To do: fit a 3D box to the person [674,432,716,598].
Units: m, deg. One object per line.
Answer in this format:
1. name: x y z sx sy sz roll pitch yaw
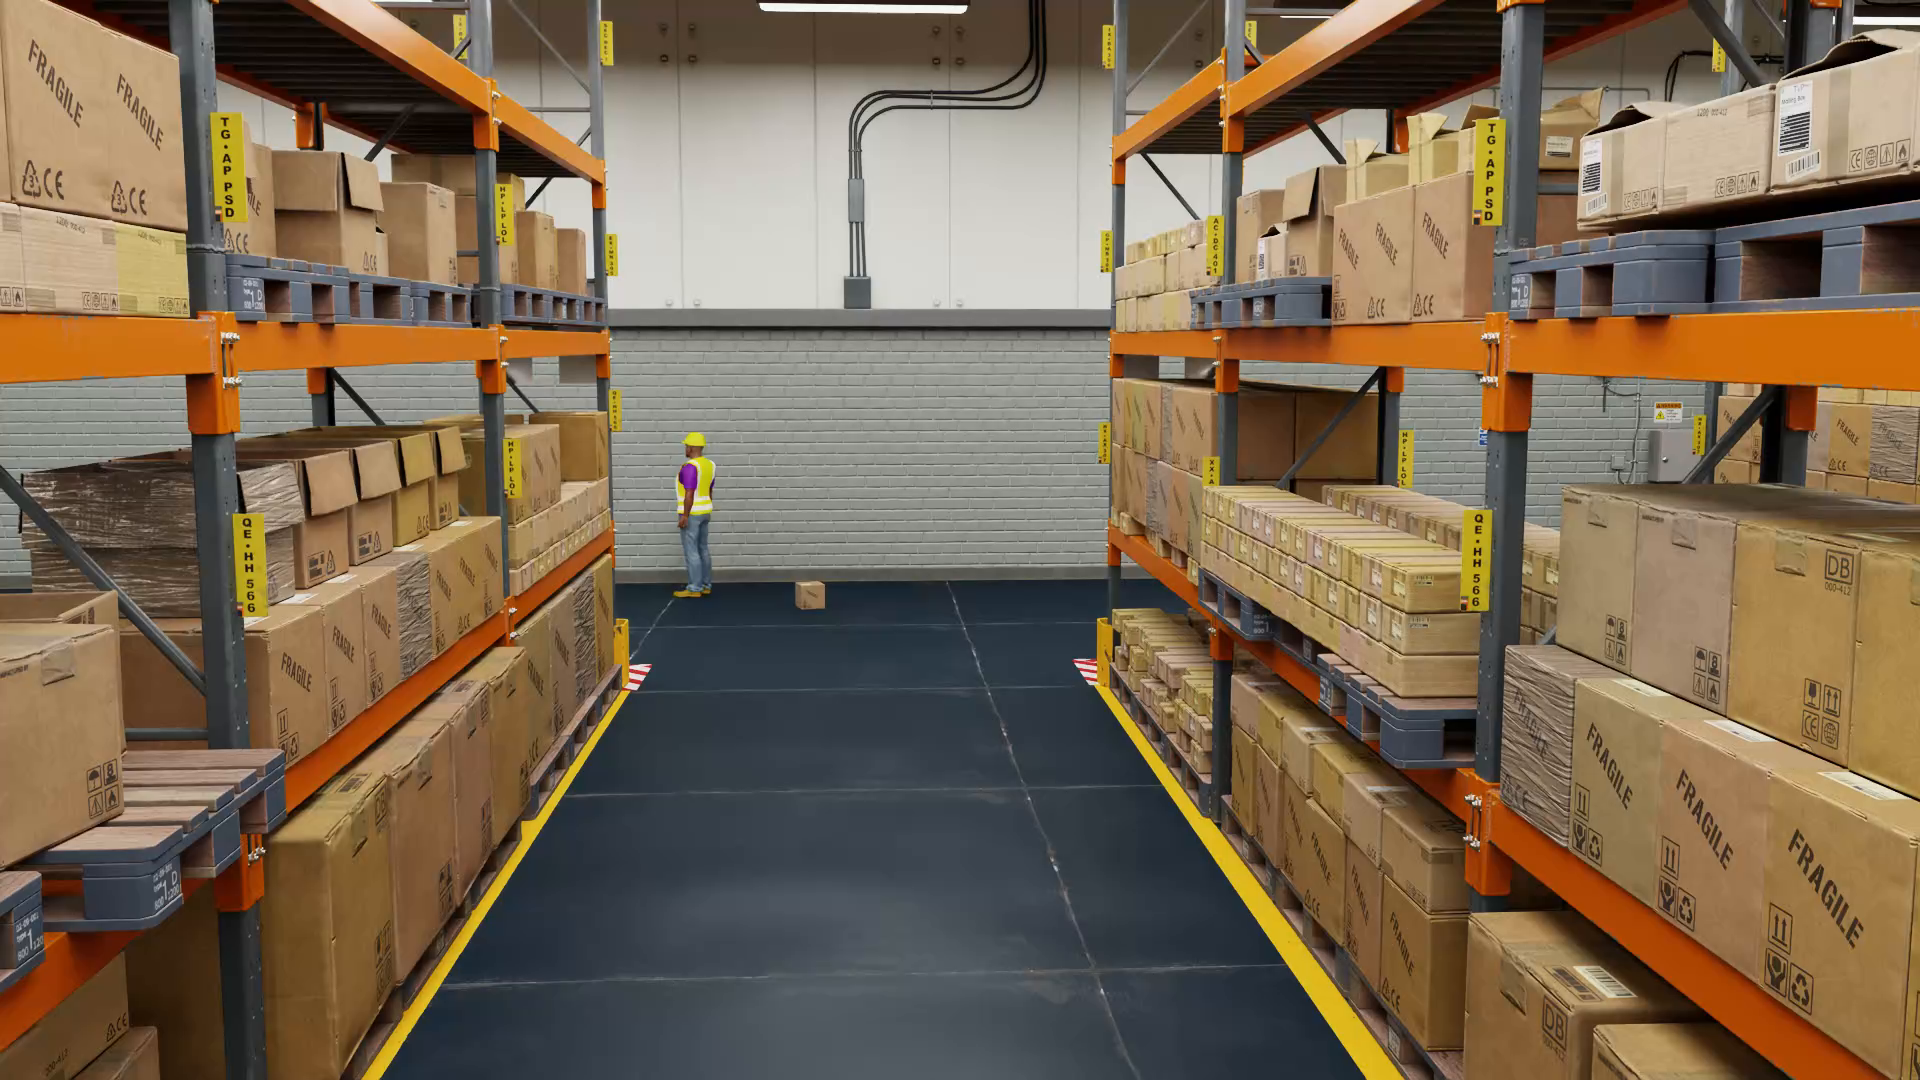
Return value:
1. person: -2.872 -0.275 17.927 0.380 1.771 0.567 3 7 21
